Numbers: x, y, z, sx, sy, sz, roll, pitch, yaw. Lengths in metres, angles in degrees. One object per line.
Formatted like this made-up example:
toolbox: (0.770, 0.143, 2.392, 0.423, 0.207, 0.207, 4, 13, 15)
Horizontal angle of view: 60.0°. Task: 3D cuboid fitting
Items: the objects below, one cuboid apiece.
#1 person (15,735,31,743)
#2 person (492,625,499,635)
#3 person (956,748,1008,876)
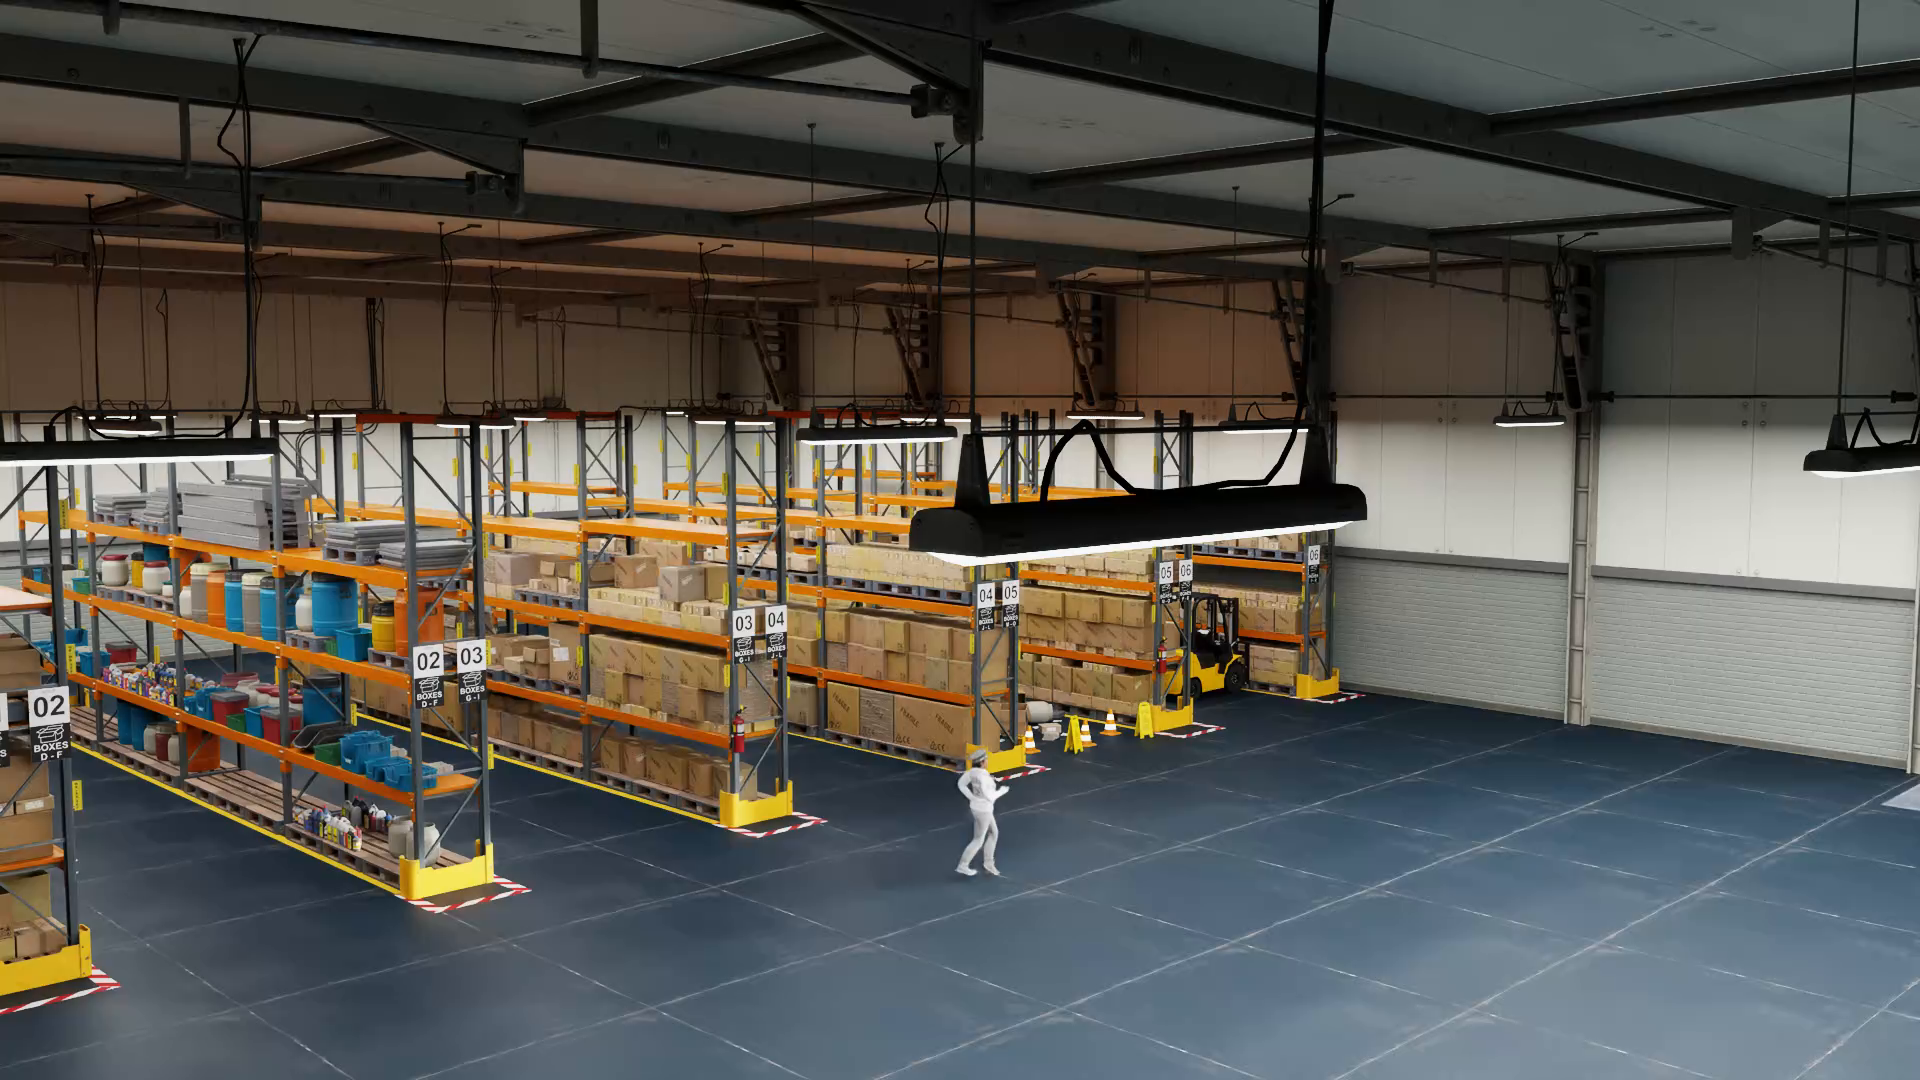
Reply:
person: (-15.207, 3.132, 27.077, 0.915, 1.667, 0.601, 4, 6, 39)
person: (-10.160, 2.403, 35.700, 0.782, 1.714, 0.543, 4, 6, 35)
person: (0.275, 3.592, 21.824, 0.712, 1.747, 0.560, -1, 5, -15)
